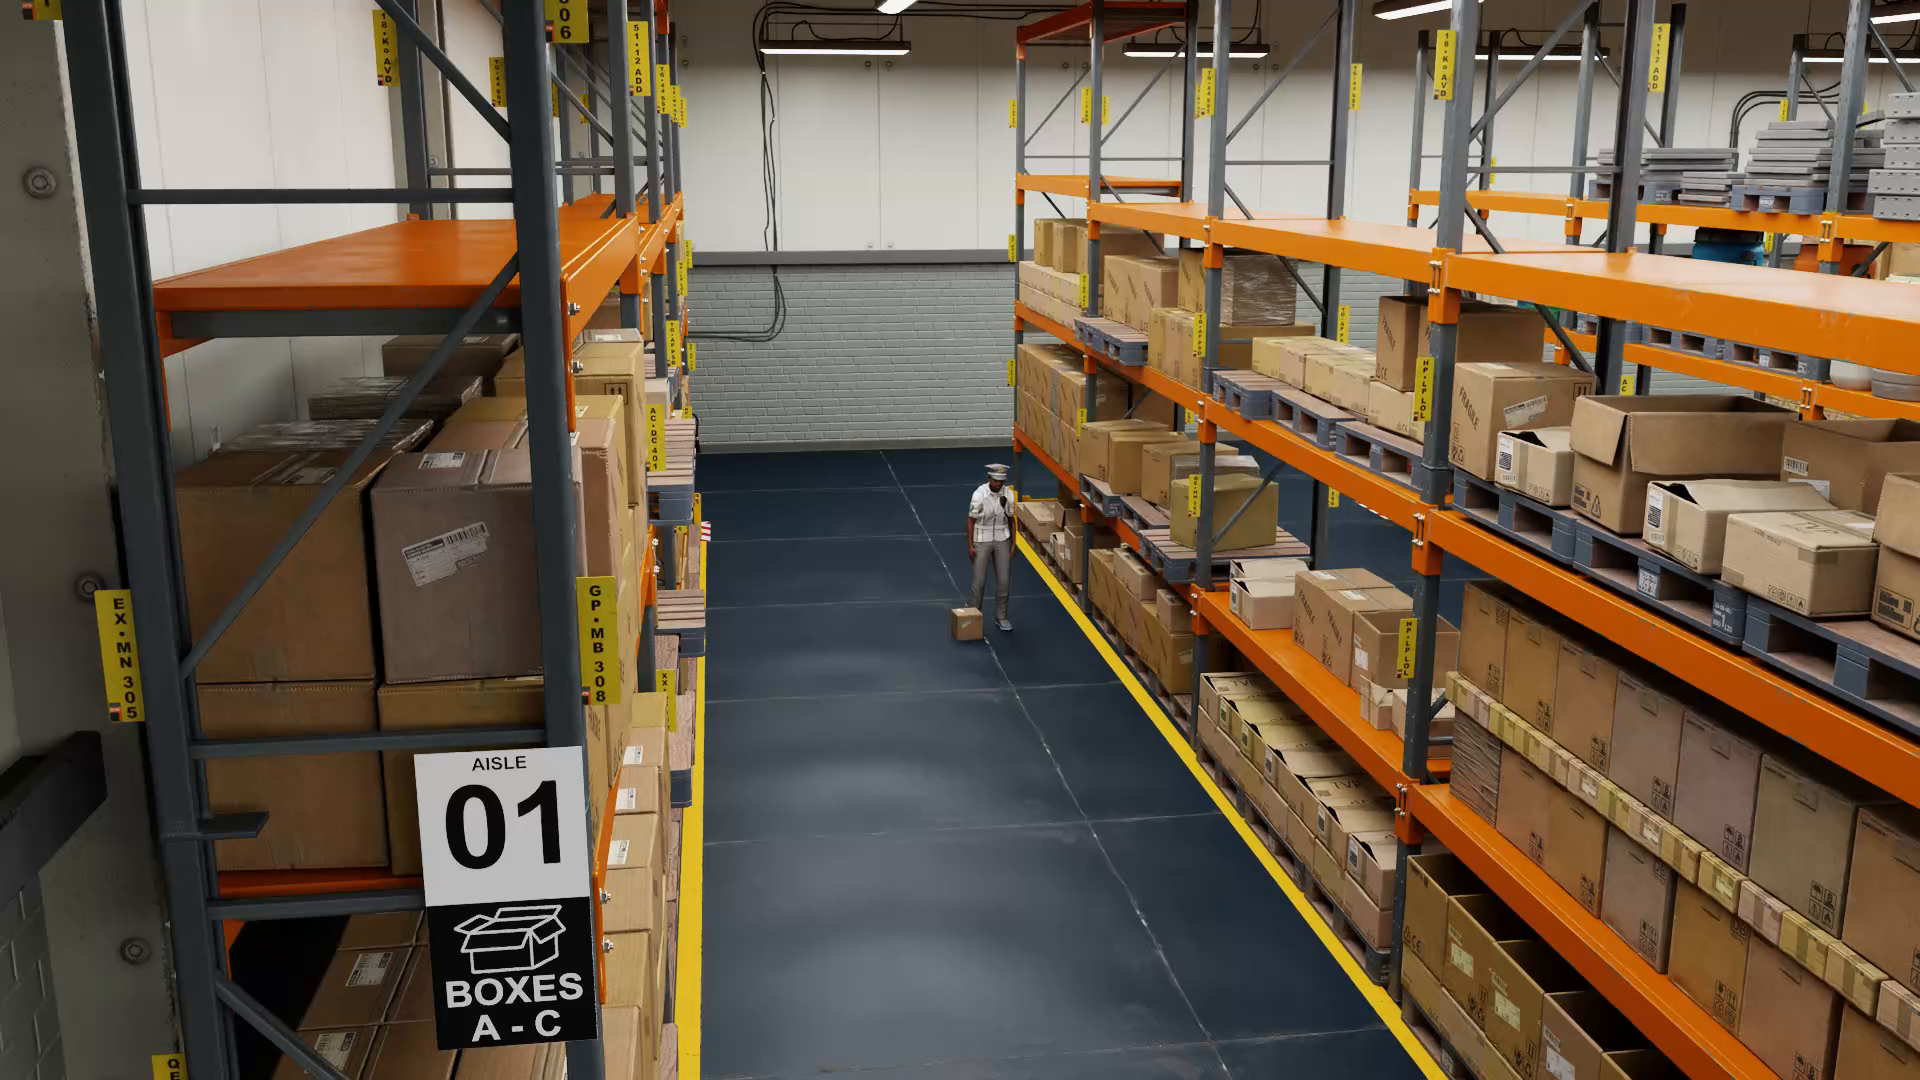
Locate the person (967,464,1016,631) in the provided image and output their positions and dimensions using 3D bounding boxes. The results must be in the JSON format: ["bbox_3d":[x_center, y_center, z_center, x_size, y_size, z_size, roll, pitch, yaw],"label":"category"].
[{"bbox_3d":[0.307,0.061,16.236,0.513,1.656,0.395,-3,14,-13],"label":"person"}]
